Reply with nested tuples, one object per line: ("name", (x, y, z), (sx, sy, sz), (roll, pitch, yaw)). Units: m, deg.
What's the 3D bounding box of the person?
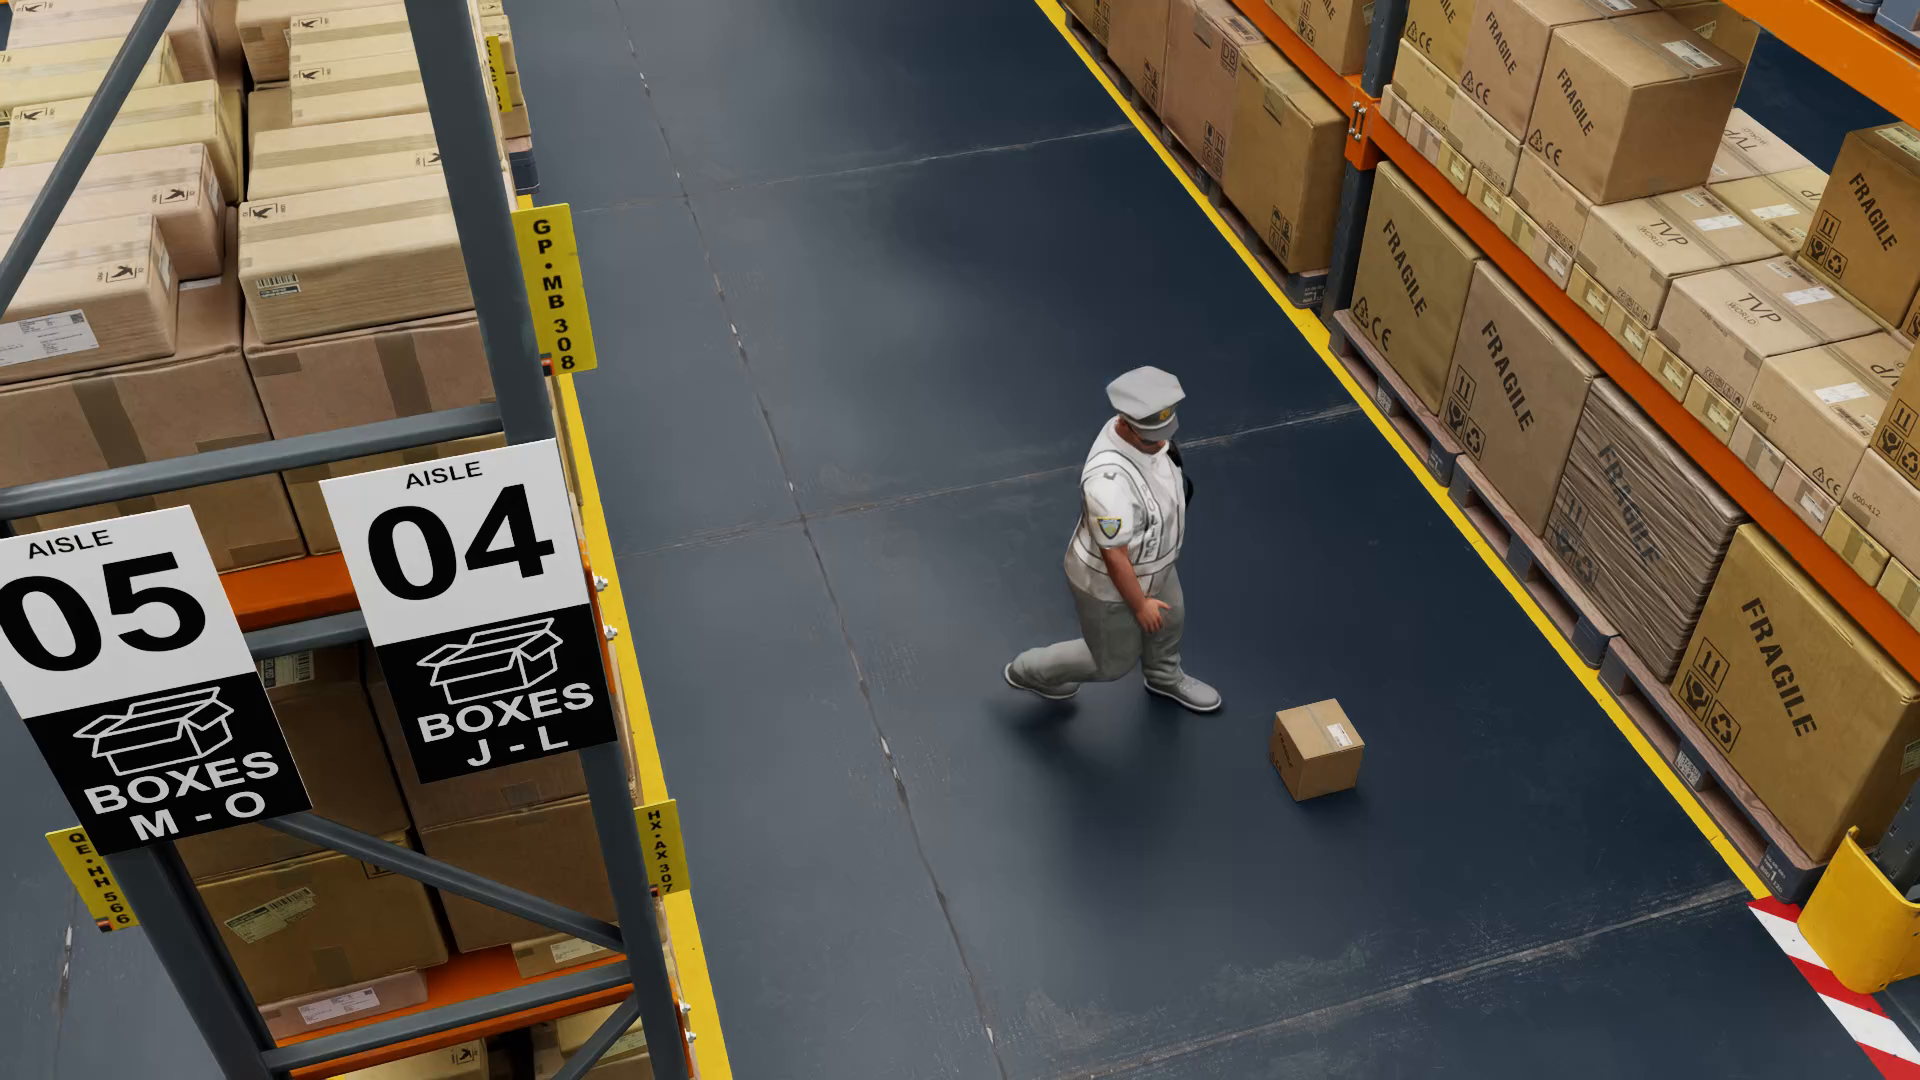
("person", (0.586, 0.065, 6.098), (0.799, 1.704, 0.605), (18, 45, 19))
